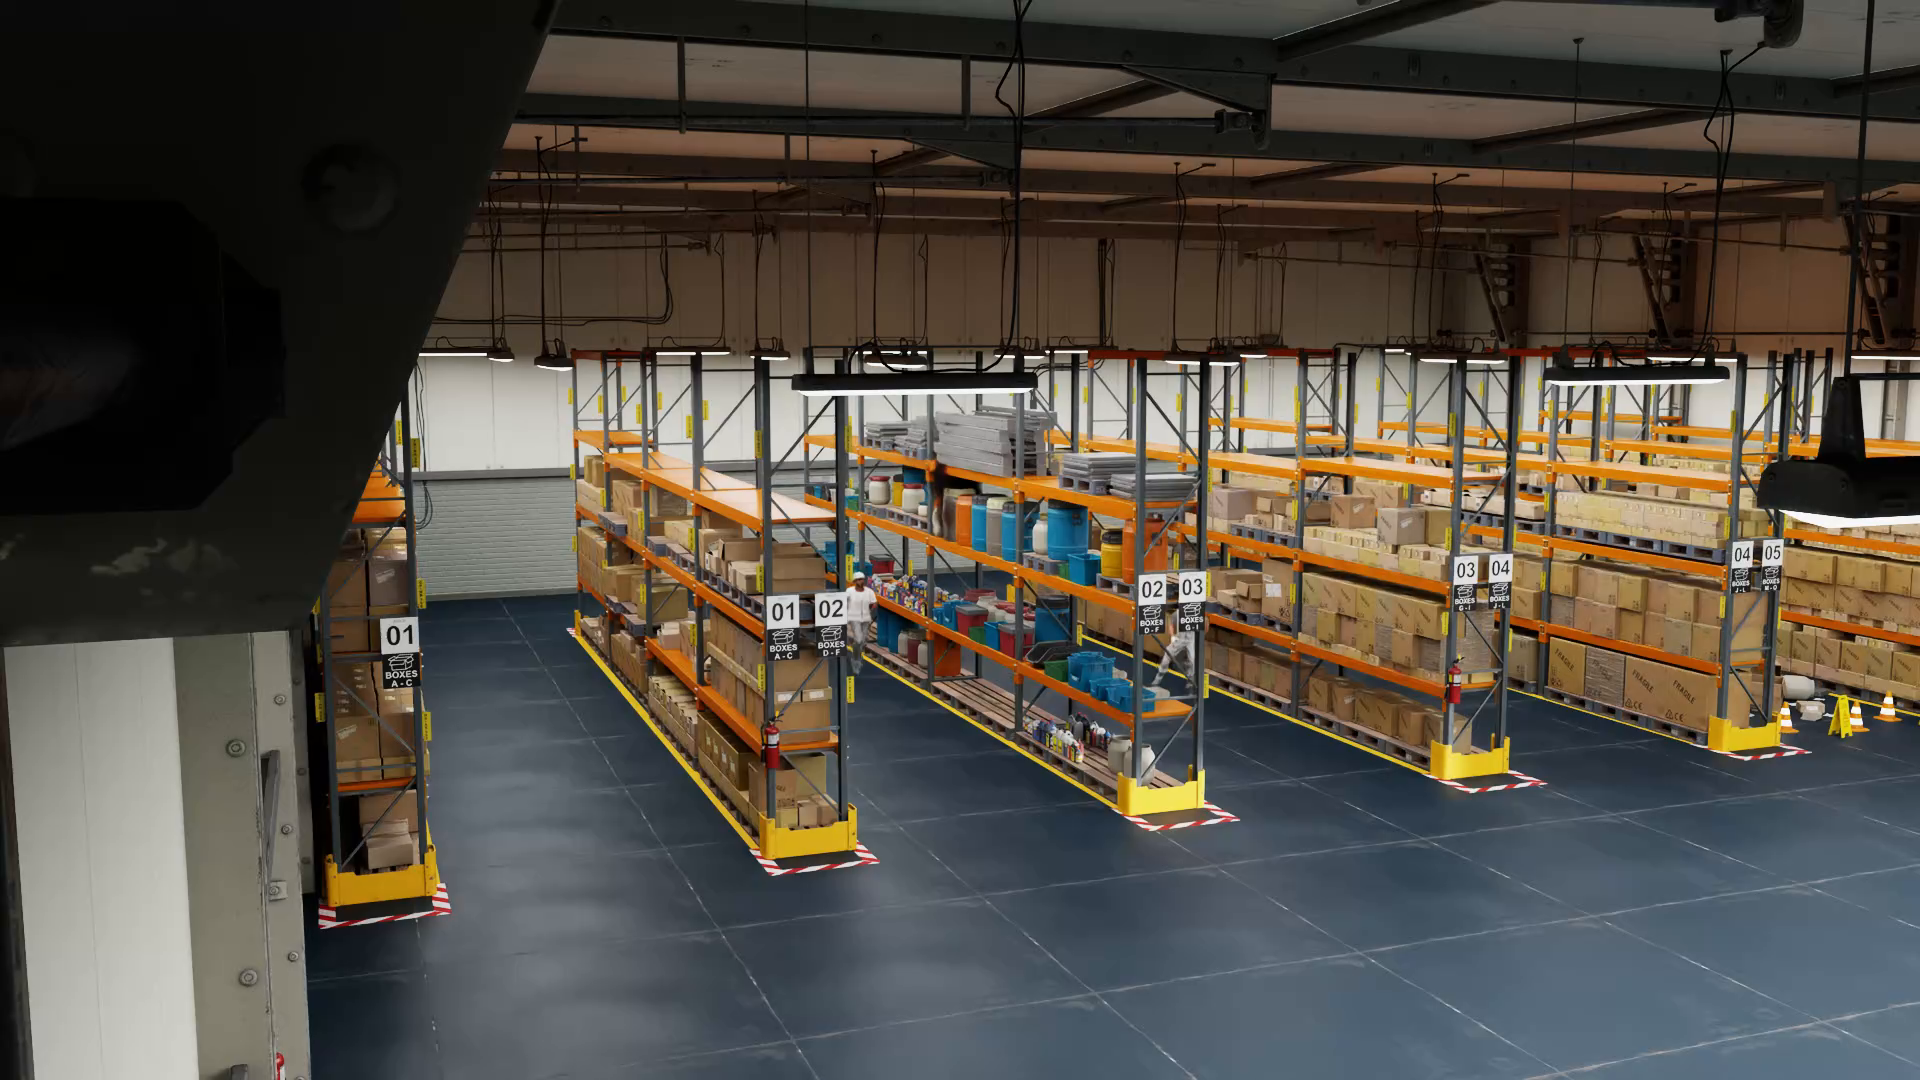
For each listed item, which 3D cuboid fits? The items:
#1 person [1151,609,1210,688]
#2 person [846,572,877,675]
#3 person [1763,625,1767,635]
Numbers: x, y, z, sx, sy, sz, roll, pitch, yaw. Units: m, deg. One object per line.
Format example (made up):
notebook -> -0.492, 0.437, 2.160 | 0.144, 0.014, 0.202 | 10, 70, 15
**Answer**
person -> 3.773, 1.721, 28.549 | 0.972, 1.630, 0.514 | 2, 7, 18
person -> -1.802, 1.492, 29.835 | 0.683, 1.847, 0.712 | -4, 8, -26
person -> 16.211, 1.250, 33.995 | 0.683, 1.773, 0.885 | -3, 8, -25
